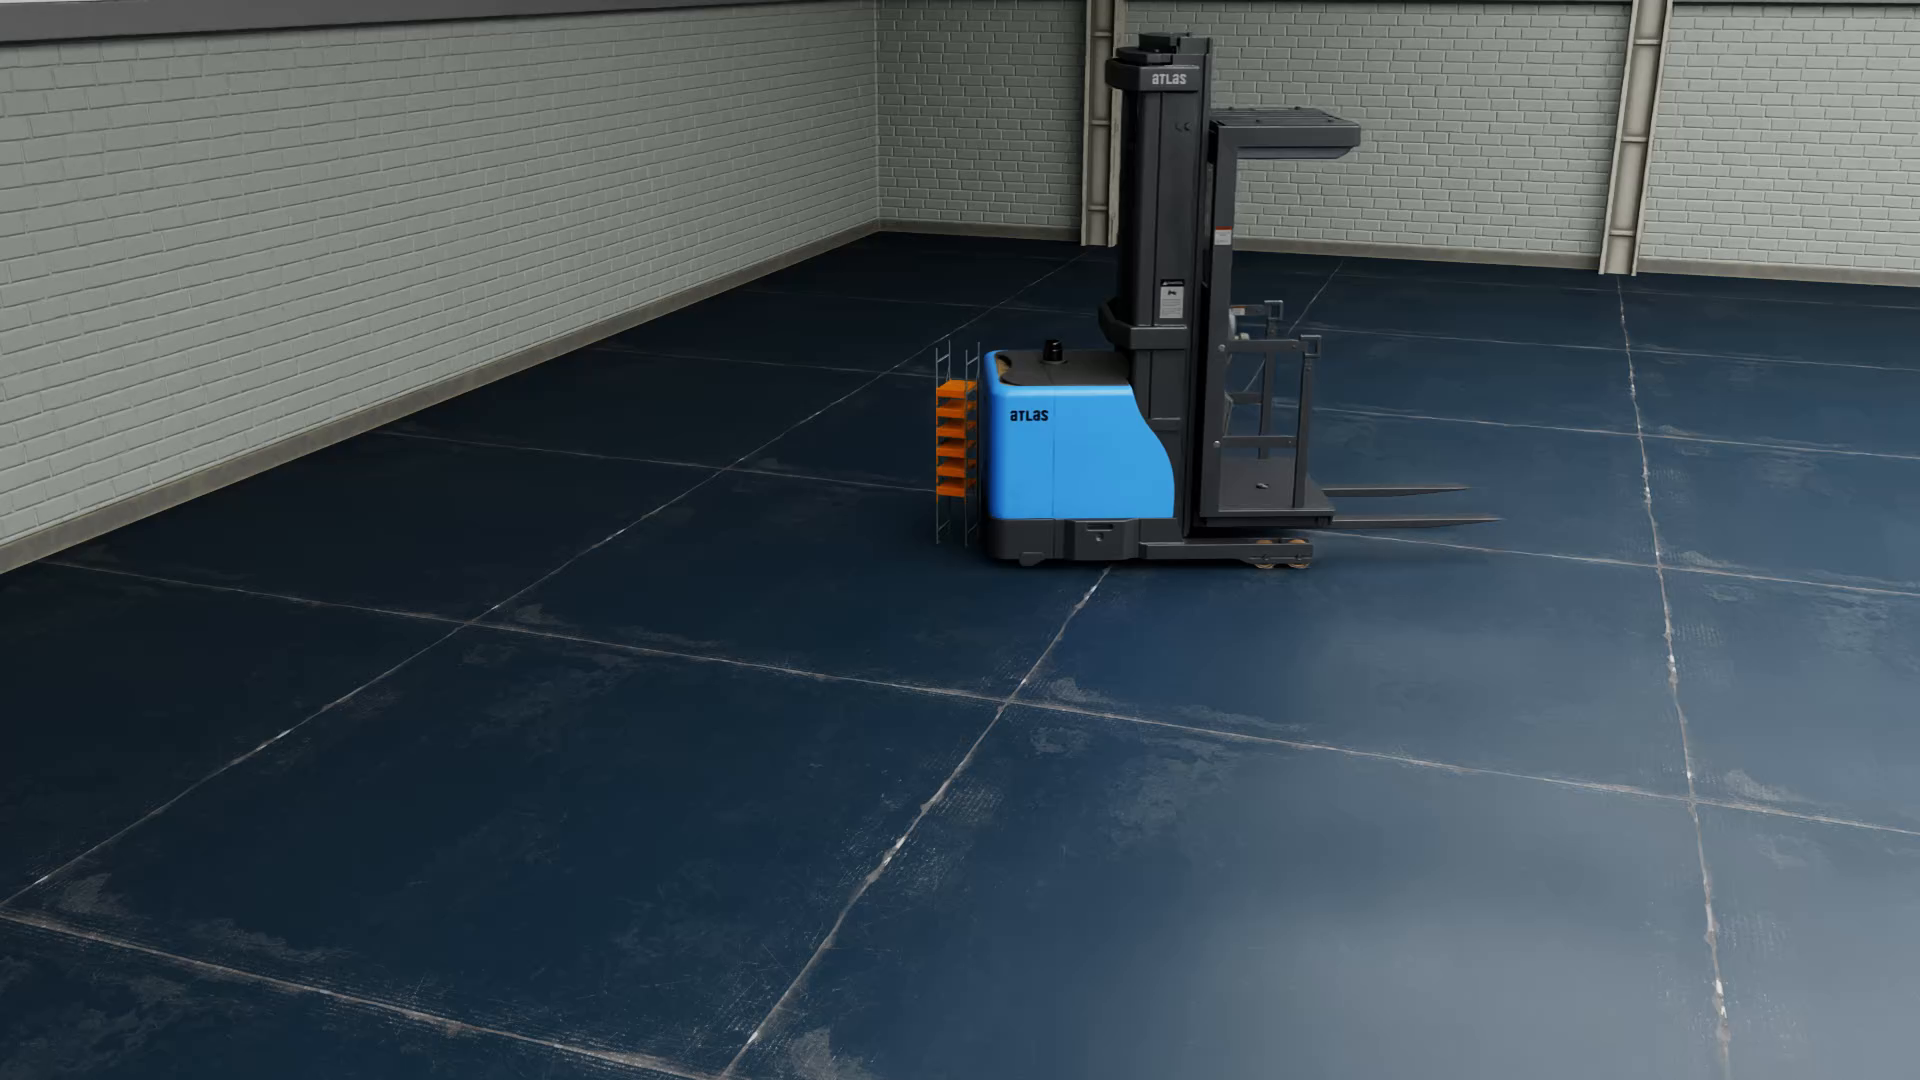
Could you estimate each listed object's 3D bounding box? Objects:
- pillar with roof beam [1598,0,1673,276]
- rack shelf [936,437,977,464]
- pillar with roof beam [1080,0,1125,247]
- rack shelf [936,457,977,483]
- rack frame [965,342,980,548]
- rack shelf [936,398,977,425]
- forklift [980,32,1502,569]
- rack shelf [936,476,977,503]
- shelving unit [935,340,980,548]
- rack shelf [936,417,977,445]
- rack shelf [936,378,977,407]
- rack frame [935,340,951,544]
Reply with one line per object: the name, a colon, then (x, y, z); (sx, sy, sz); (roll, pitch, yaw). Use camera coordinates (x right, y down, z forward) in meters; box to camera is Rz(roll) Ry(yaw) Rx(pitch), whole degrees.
pillar with roof beam: (5.977, -5.919, 13.386); (0.400, 9.000, 9.100); (7, 20, 18)
rack shelf: (-0.014, -0.526, 9.898); (0.180, 0.103, 0.258); (7, 20, 18)
pillar with roof beam: (0.309, -6.567, 15.245); (0.400, 9.000, 9.100); (7, 20, 18)
rack shelf: (-0.014, -0.413, 9.937); (0.180, 0.103, 0.258); (7, 20, 18)
rack frame: (0.073, -0.558, 9.855); (0.006, 1.200, 0.240); (7, 20, 18)
rack shelf: (-0.014, -0.753, 9.819); (0.180, 0.103, 0.258); (7, 20, 18)
forklift: (1.656, -1.391, 9.613); (3.031, 2.935, 1.130); (-1, 19, -2)
rack shelf: (-0.014, -0.300, 9.977); (0.180, 0.103, 0.258); (7, 20, 18)
shelving unit: (-0.014, -0.568, 9.883); (0.189, 1.200, 0.258); (7, 20, 18)
rack shelf: (-0.014, -0.639, 9.858); (0.180, 0.103, 0.258); (7, 20, 18)
rack shelf: (-0.014, -0.866, 9.779); (0.180, 0.103, 0.258); (7, 20, 18)
rack frame: (-0.100, -0.578, 9.912); (0.006, 1.200, 0.240); (7, 20, 18)
